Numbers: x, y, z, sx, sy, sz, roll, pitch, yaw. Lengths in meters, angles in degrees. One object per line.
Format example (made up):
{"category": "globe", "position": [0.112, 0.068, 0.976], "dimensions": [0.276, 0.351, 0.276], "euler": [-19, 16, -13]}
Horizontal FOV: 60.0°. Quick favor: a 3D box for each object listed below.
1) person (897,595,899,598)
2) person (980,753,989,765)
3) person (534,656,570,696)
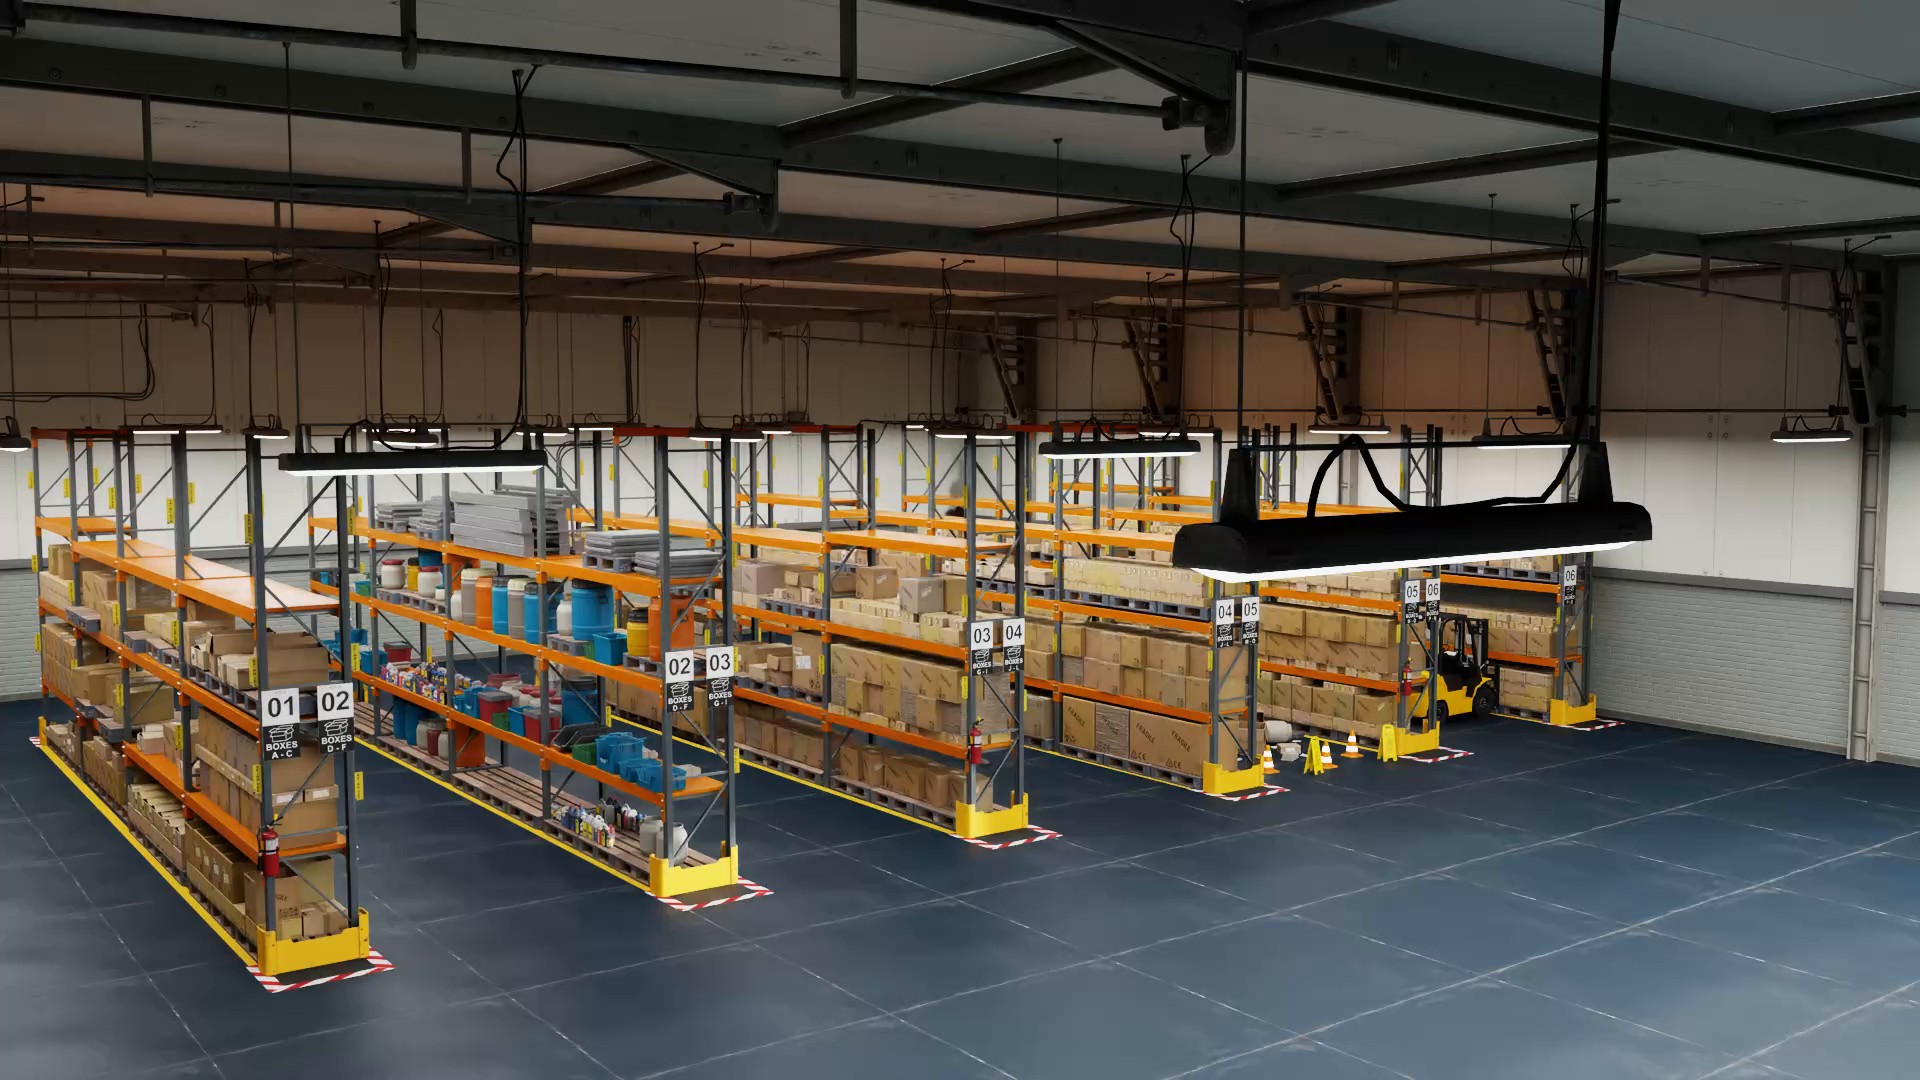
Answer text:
{"category": "person", "position": [-1.854, 1.996, 44.702], "dimensions": [0.553, 1.646, 0.653], "euler": [4, 6, 43]}
{"category": "person", "position": [0.246, 3.128, 29.743], "dimensions": [0.645, 1.743, 0.724], "euler": [4, 6, 39]}
{"category": "person", "position": [-8.358, 2.858, 34.076], "dimensions": [0.685, 1.601, 0.875], "euler": [-3, 6, -37]}
